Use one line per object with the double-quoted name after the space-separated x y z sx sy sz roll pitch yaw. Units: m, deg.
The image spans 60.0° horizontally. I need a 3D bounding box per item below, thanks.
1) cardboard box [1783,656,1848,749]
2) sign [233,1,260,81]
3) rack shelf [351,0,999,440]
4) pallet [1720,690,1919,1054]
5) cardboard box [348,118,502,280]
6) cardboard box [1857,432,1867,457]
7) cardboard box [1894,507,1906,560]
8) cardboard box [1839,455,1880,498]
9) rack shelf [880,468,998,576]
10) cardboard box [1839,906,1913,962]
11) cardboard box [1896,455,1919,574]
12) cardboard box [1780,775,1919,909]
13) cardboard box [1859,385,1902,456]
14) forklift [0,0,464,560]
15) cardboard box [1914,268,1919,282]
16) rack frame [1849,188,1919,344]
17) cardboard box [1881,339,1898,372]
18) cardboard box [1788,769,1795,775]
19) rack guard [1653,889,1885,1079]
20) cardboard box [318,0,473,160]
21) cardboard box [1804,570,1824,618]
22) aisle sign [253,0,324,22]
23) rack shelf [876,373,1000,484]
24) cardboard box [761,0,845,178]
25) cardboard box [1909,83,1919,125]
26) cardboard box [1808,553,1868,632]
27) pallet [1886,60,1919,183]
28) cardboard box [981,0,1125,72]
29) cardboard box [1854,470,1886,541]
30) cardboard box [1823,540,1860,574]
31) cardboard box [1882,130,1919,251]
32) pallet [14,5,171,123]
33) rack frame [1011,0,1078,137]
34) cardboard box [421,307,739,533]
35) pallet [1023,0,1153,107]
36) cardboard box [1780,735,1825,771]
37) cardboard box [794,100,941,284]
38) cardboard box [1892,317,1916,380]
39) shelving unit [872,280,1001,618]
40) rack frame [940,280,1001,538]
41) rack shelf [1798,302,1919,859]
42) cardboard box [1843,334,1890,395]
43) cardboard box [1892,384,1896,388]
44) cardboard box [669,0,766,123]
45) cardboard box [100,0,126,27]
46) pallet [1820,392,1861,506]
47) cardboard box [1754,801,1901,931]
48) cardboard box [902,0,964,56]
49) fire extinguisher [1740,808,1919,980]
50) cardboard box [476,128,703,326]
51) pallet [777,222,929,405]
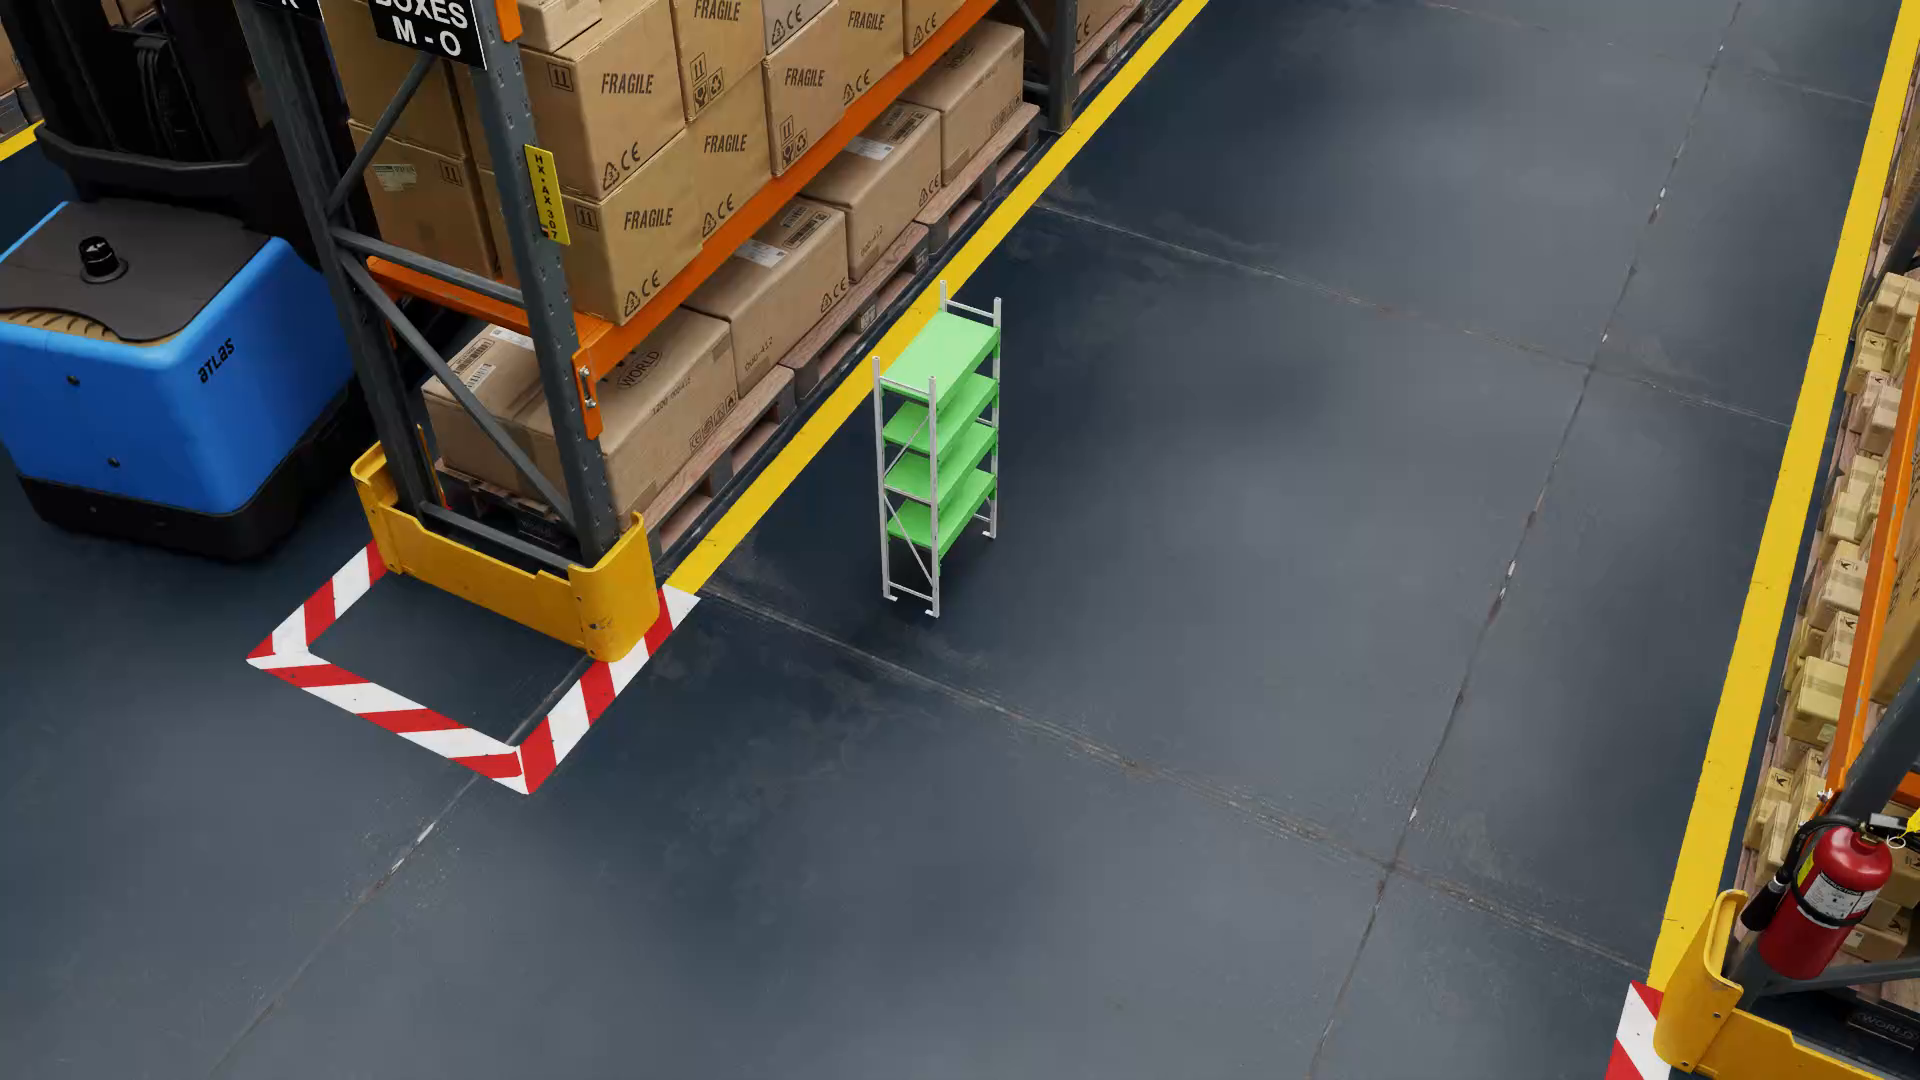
2.899 0.565 5.373 0.380 0.149 0.250 19 48 18 "cardboard box"
-2.203 -1.567 5.210 0.100 0.325 0.005 20 49 19 "sign"
-0.800 -1.896 7.021 1.077 0.370 4.000 20 49 19 "rack shelf"
3.147 1.114 5.501 1.003 0.211 1.213 20 49 19 "pallet"
-1.739 -1.316 5.871 0.500 0.500 0.500 21 49 19 "cardboard box"
3.840 -0.343 6.689 0.380 0.149 0.250 19 48 18 "cardboard box"
2.953 -0.005 4.822 0.380 0.149 0.250 22 49 20 "cardboard box"
3.539 -0.139 6.278 0.380 0.149 0.250 20 49 19 "cardboard box"
-0.077 -0.104 6.436 0.258 0.148 0.480 20 49 19 "rack shelf"
2.762 1.135 5.228 0.380 0.149 0.250 21 49 20 "cardboard box"
2.927 -0.149 4.509 0.500 0.500 0.500 20 49 18 "cardboard box"
2.724 0.910 5.033 0.380 0.149 0.250 21 49 19 "cardboard box"
3.671 -0.410 6.337 0.380 0.149 0.250 21 49 20 "cardboard box"
-2.894 -2.021 6.686 1.130 2.935 3.031 11 46 10 "forklift"
4.216 -1.044 6.964 0.380 0.149 0.250 22 49 21 "cardboard box"
4.560 -1.838 6.458 1.000 3.000 0.127 20 49 19 "rack frame"
4.070 -0.777 6.909 0.380 0.149 0.250 21 49 19 "cardboard box"
2.991 0.802 5.557 0.380 0.149 0.250 20 49 19 "cardboard box"
2.738 1.512 4.904 1.175 0.500 0.348 20 49 19 "rack guard"
-1.716 -1.658 5.507 0.500 0.500 0.500 22 49 20 "cardboard box"
3.302 0.295 6.058 0.380 0.149 0.250 21 49 20 "cardboard box"
-2.037 -1.860 4.652 0.394 0.787 0.004 20 49 19 "aisle sign"
-0.077 -0.441 6.095 0.258 0.148 0.480 20 49 19 "rack shelf"
-0.789 -1.774 6.324 0.500 0.500 0.500 20 49 19 "cardboard box"
5.160 -2.302 8.378 0.500 0.500 0.500 19 48 18 "cardboard box"
3.151 0.235 5.699 0.380 0.149 0.250 22 49 20 "cardboard box"
5.485 -2.121 8.697 1.003 0.211 1.213 20 49 19 "pallet"
0.345 -3.227 9.029 0.875 0.875 0.875 22 49 20 "cardboard box"
3.468 -0.068 5.999 0.380 0.149 0.250 21 49 19 "cardboard box"
3.299 0.191 5.952 0.380 0.149 0.250 23 50 21 "cardboard box"
4.680 -1.657 7.741 0.500 0.500 0.500 20 49 18 "cardboard box"
-5.155 -2.862 9.430 1.003 0.211 1.213 20 49 19 "pallet"
0.128 -3.409 8.010 1.000 3.000 0.127 20 49 19 "rack frame"
-1.511 -0.585 6.725 0.875 0.438 0.875 19 48 18 "cardboard box"
0.420 -2.940 9.507 1.003 0.211 1.213 20 49 19 "pallet"
2.935 0.677 5.472 0.380 0.149 0.250 19 48 17 "cardboard box"
-0.673 -1.732 7.859 0.875 0.438 0.875 19 48 18 "cardboard box"
3.962 -0.715 6.638 0.380 0.149 0.250 20 49 19 "cardboard box"
-0.077 -0.317 6.220 0.258 1.200 0.503 20 49 19 "shelving unit"
0.036 -0.471 6.372 0.240 1.200 0.015 20 49 19 "rack frame"
3.631 -0.326 5.469 1.077 0.370 4.000 20 49 19 "rack shelf"
3.982 -0.693 7.035 0.380 0.149 0.250 22 49 20 "cardboard box"
3.861 -0.442 6.578 0.380 0.149 0.250 18 48 17 "cardboard box"
-1.020 -1.812 5.659 0.500 0.500 0.500 19 48 18 "cardboard box"
-4.994 -2.974 9.043 0.500 0.500 0.500 21 49 20 "cardboard box"
4.279 -0.423 7.020 1.003 0.211 1.213 20 49 19 "pallet"
2.695 1.005 5.148 0.380 0.149 0.250 19 48 18 "cardboard box"
-0.315 -2.420 6.963 0.500 0.500 0.500 20 49 18 "cardboard box"
2.177 0.846 4.121 0.296 0.674 0.183 20 49 19 "fire extinguisher"
-1.251 -1.132 5.690 0.500 0.500 0.500 20 49 19 "cardboard box"
-0.859 -1.204 7.792 1.003 0.211 1.213 20 49 19 "pallet"
